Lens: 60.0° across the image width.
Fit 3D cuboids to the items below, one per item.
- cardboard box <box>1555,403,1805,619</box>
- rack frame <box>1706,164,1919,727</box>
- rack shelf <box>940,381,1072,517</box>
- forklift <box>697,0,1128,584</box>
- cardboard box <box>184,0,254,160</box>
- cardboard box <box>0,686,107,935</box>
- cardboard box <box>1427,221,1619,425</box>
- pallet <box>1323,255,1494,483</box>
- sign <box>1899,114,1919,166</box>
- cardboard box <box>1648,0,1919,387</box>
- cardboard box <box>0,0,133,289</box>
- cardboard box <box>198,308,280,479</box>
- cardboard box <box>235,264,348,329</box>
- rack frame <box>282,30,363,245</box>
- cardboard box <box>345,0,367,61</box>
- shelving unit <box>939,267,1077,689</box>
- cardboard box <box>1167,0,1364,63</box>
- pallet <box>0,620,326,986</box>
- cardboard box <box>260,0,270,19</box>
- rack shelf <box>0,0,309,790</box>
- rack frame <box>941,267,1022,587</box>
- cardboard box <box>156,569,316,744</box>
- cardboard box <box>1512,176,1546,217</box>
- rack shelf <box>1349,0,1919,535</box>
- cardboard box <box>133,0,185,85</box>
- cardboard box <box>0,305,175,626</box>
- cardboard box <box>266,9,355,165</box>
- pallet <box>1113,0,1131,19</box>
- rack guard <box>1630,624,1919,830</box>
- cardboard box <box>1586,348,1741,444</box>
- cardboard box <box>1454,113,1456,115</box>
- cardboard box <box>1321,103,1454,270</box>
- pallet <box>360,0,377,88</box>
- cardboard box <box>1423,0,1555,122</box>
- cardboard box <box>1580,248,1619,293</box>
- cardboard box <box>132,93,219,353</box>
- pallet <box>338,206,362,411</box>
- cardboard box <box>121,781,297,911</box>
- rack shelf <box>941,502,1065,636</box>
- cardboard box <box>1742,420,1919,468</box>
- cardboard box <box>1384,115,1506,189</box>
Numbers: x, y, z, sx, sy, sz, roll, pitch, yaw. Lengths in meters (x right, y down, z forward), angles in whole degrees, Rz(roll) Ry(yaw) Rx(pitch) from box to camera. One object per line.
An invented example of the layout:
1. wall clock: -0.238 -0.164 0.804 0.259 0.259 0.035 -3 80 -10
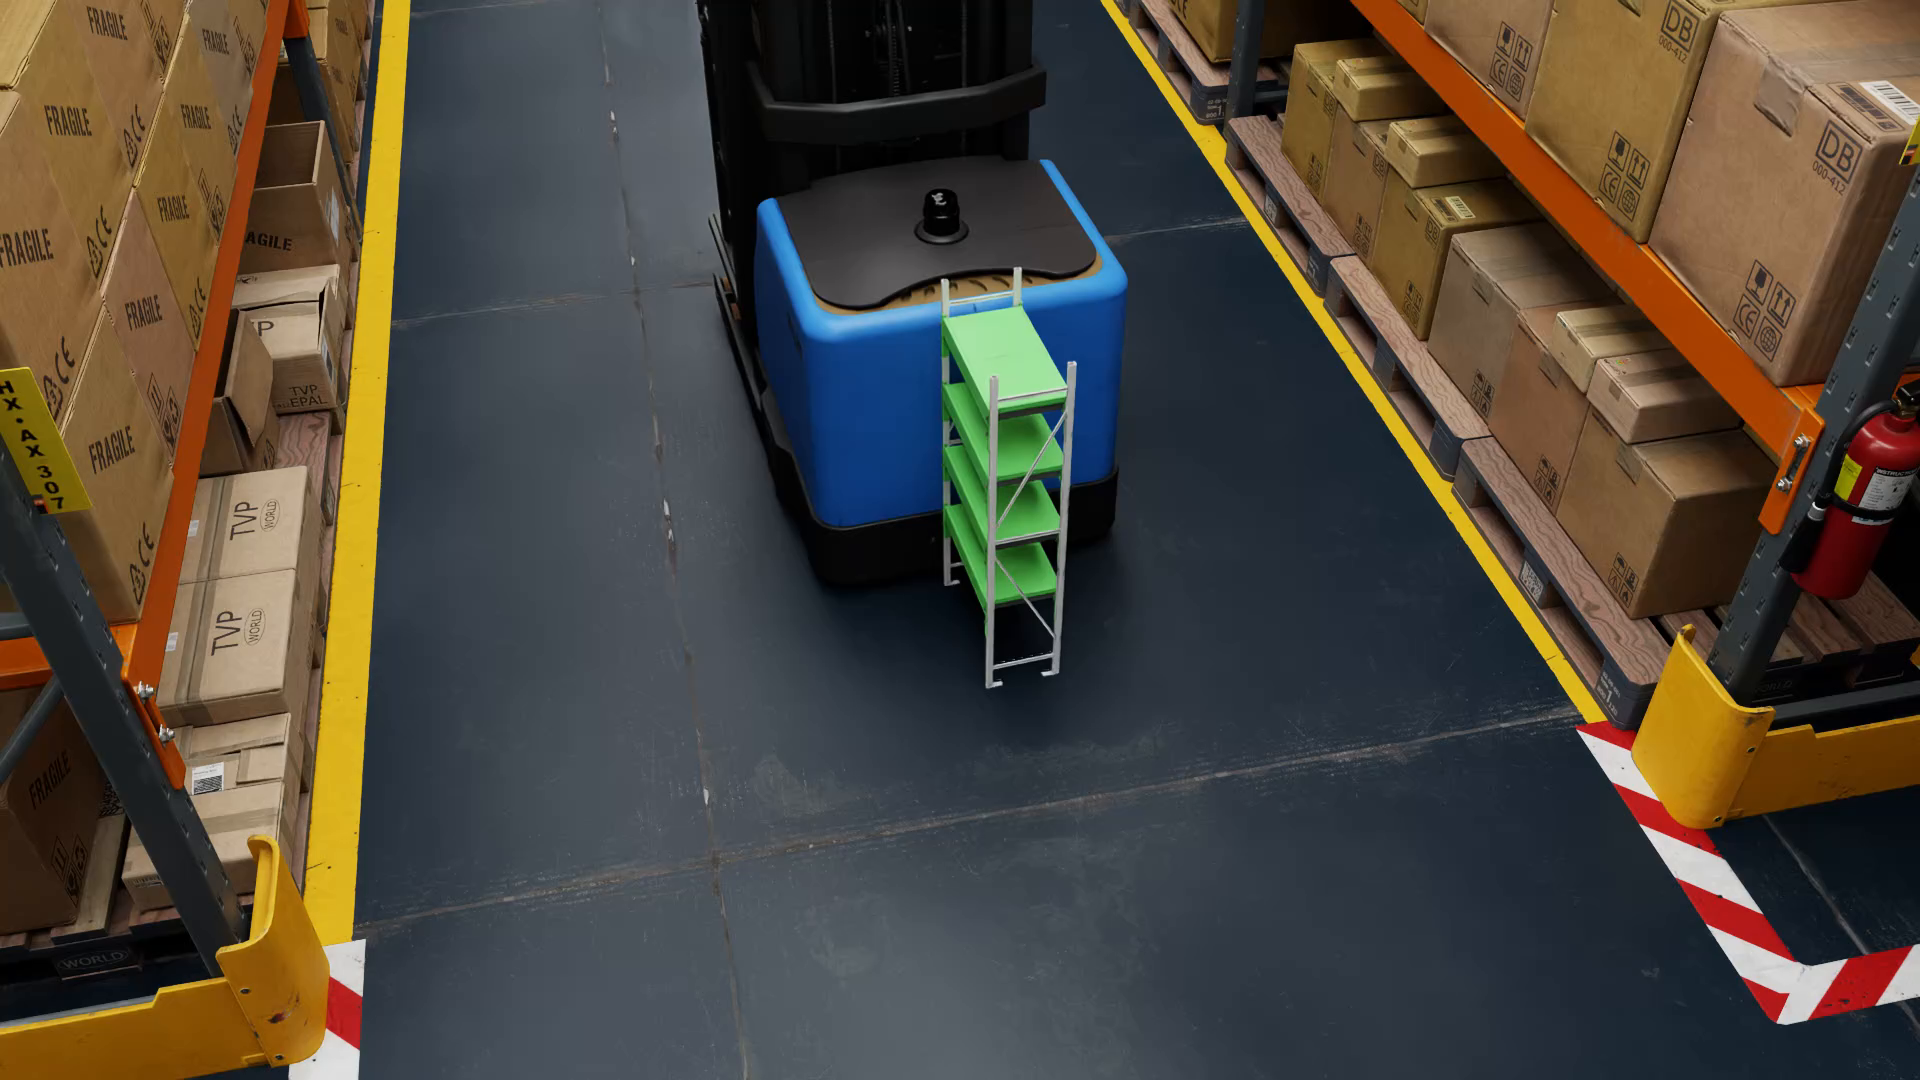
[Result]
1. cardboard box: 2.365 -0.148 5.224 0.700 0.500 0.500 -8 42 -9
2. rack frame: 2.613 -0.486 4.038 1.000 3.000 0.127 -8 42 -9
3. rack shelf: 0.129 -0.295 4.913 0.258 0.148 0.480 -11 43 -12
4. forklift: -0.365 -1.942 5.729 1.130 2.935 3.031 -11 43 -12
5. cardboard box: -2.502 -1.451 5.049 0.500 0.500 0.500 -7 42 -8
6. cardboard box: -2.581 0.679 4.277 0.500 0.500 0.500 -8 42 -9
7. cardboard box: 2.147 -0.798 5.956 0.700 0.500 0.500 -10 42 -11
8. pallet: 2.105 -0.740 6.425 1.003 0.211 1.213 -8 42 -9
9. sign: 2.081 -0.939 3.498 0.100 0.325 0.005 -8 42 -9
10. cardboard box: 2.494 -0.928 4.310 0.980 0.700 0.700 -7 42 -7
11. cardboard box: -2.181 -0.849 3.618 0.500 0.500 0.500 -8 42 -9
12. cardboard box: -2.675 -0.381 5.469 0.797 0.503 0.637 -8 42 -9
13. cardboard box: -2.547 -0.902 6.323 0.380 0.149 0.250 -8 42 -9
14. rack frame: -3.086 -2.367 6.157 1.000 3.000 0.127 -8 42 -9
15. cardboard box: -3.179 -2.614 7.987 0.500 0.500 0.500 -8 42 -9
16. shelving unit: 0.129 -0.163 5.030 0.258 1.200 0.503 -11 43 -12
17. cardboard box: 1.483 -2.835 7.987 0.750 0.750 0.750 -8 42 -9
18. pallet: -2.412 0.703 4.799 1.003 0.211 1.213 -8 42 -9
19. cardboard box: -2.728 -2.117 5.800 0.500 0.500 0.500 -8 42 -9
20. rack shelf: -2.654 -0.802 4.935 1.077 0.370 4.000 -8 42 -9
21. rack frame: 0.062 -0.319 5.205 0.240 1.200 0.015 -11 43 -12
22. cardboard box: -2.171 0.372 4.811 0.500 0.250 0.500 -8 42 -9
23. cardboard box: 2.257 -1.324 6.060 0.380 0.149 0.250 -9 42 -10
24. rack shelf: 2.182 -1.514 5.738 1.077 0.370 4.000 -8 42 -9
25. cardboard box: -2.395 -1.503 4.355 0.500 0.500 0.500 -9 42 -10
26. cardboard box: -2.061 -0.137 3.569 0.500 0.500 0.500 -8 42 -8
27. cardboard box: -2.952 -1.945 7.233 0.500 0.500 0.500 -10 43 -11
28. pallet: 1.243 -3.318 9.329 1.003 0.211 1.213 -8 42 -9
29. rack guard: 2.619 0.464 4.851 1.175 0.500 0.348 -8 42 -9
30. cardboard box: 2.159 -0.448 5.073 0.380 0.149 0.250 -9 42 -10
31. cardboard box: 2.147 -1.655 6.433 0.380 0.149 0.250 -10 42 -11
32. cardboard box: 1.917 -1.476 6.720 0.700 0.500 0.500 -9 42 -10
33. pallet: -3.565 -2.638 8.563 1.003 0.211 1.213 -8 42 -9
34. cardboard box: 2.170 -1.893 5.397 0.980 0.700 0.700 -10 43 -11
35. cardboard box: 2.368 -0.994 5.688 0.380 0.149 0.250 -8 42 -9
36. cardboard box: -2.283 -0.796 4.312 0.500 0.500 0.500 -8 42 -9
37. pallet: -2.939 -0.879 6.581 1.003 0.211 1.213 -8 42 -9
38. cardboard box: -1.977 0.807 4.398 0.380 0.149 0.250 -8 42 -9
39. rack shelf: 0.130 0.064 5.232 0.258 0.148 0.480 -11 43 -12
40. cardboard box: 2.587 -0.338 4.950 0.380 0.149 0.250 -8 42 -9
41. cardboard box: 1.820 -1.458 6.211 0.380 0.149 0.250 -9 42 -11
